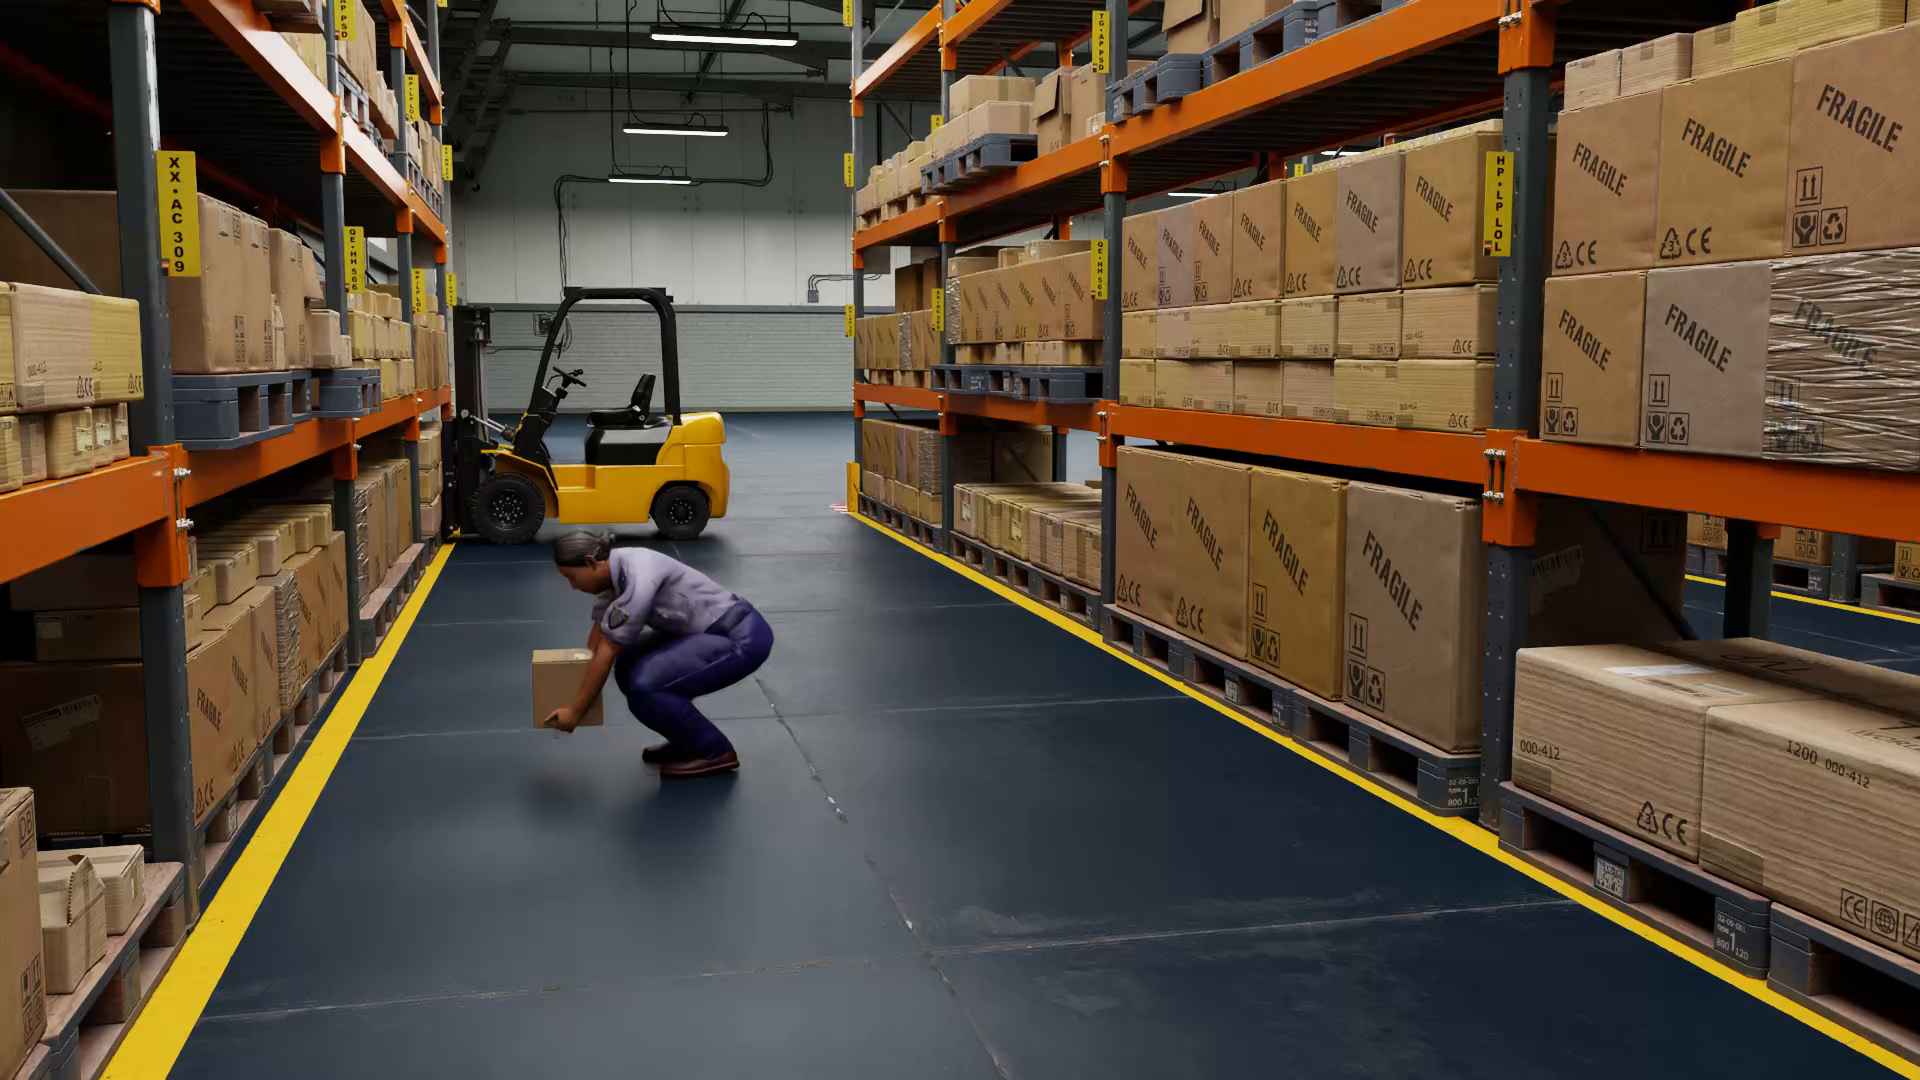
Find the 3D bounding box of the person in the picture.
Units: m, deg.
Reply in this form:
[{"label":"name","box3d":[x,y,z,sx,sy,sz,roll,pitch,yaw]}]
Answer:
[{"label":"person","box3d":[-1.143,0.413,6.309,0.861,0.937,0.500,-2,6,-15]}]
